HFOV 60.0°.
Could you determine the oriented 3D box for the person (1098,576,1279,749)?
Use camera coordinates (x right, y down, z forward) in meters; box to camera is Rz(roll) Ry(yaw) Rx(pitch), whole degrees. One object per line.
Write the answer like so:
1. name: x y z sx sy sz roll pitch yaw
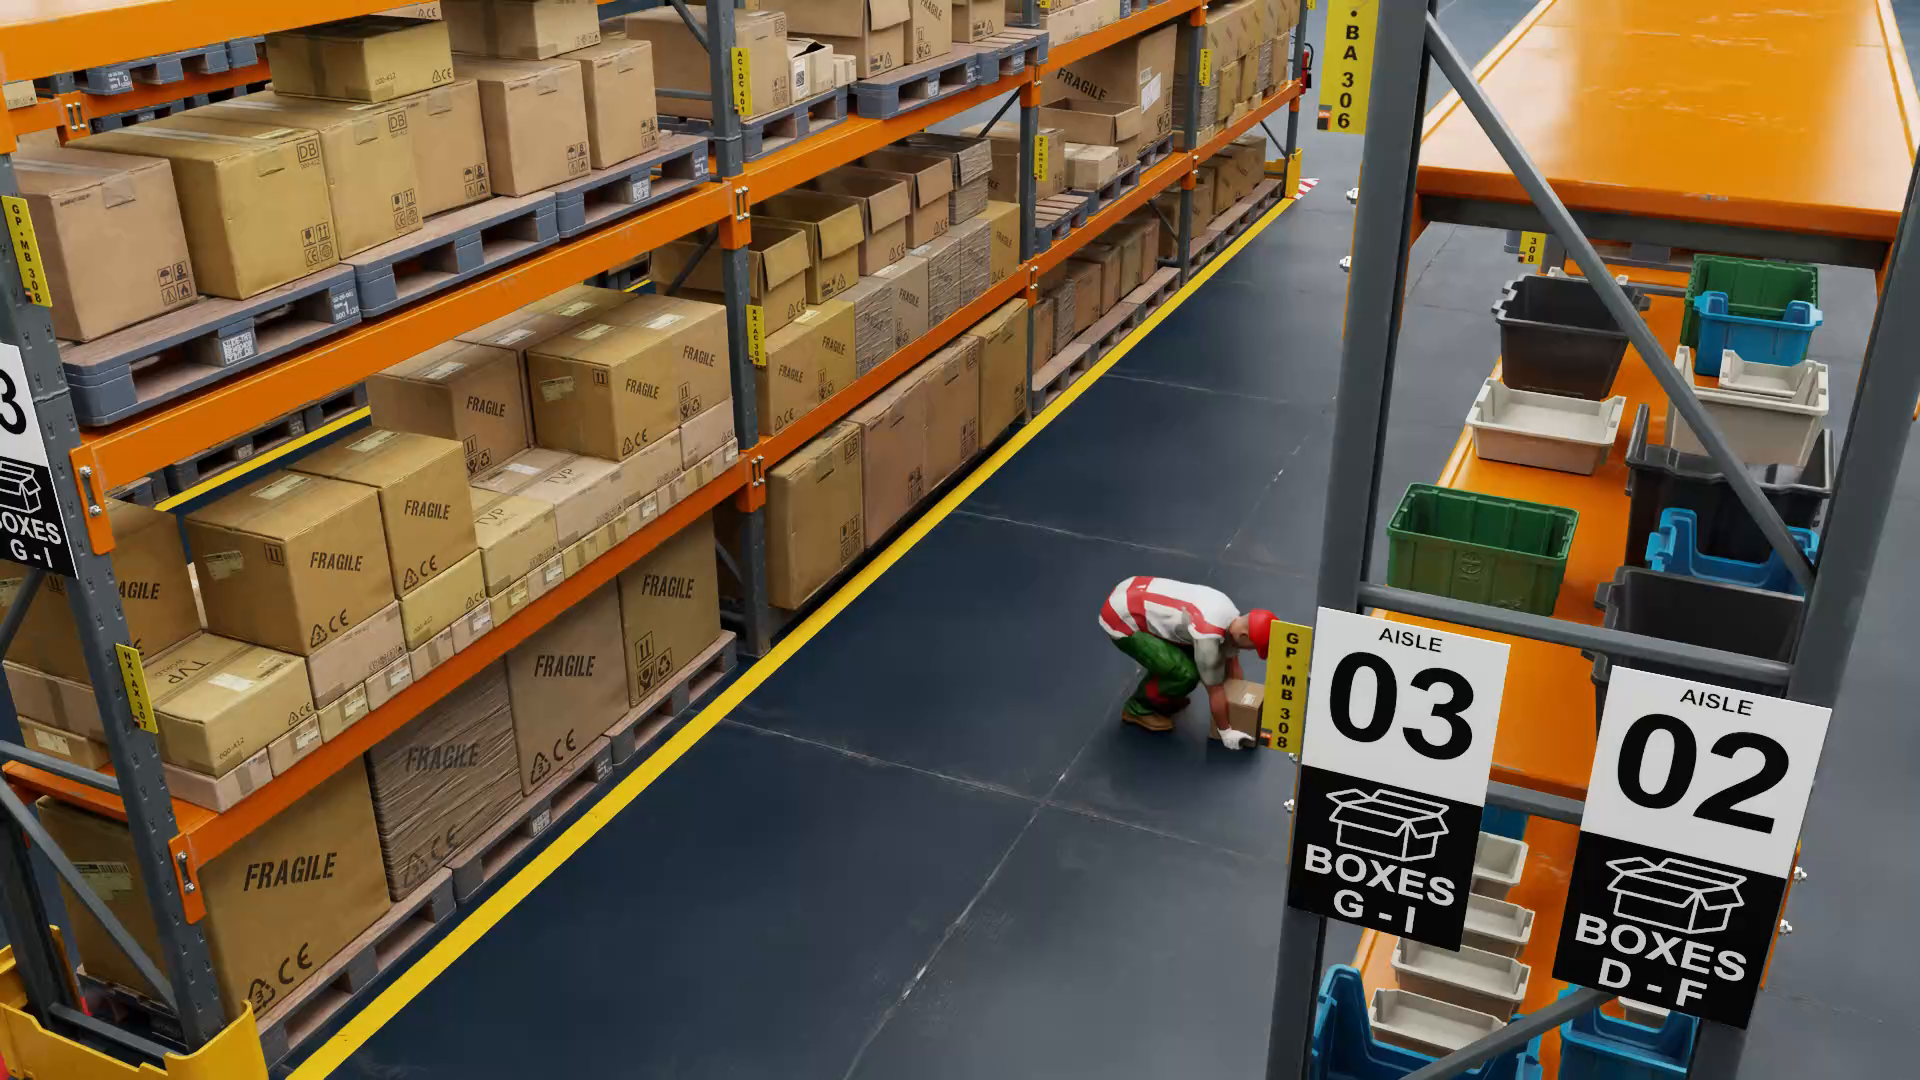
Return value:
1. person: 1.226 0.633 8.935 0.966 0.831 0.527 10 28 20
